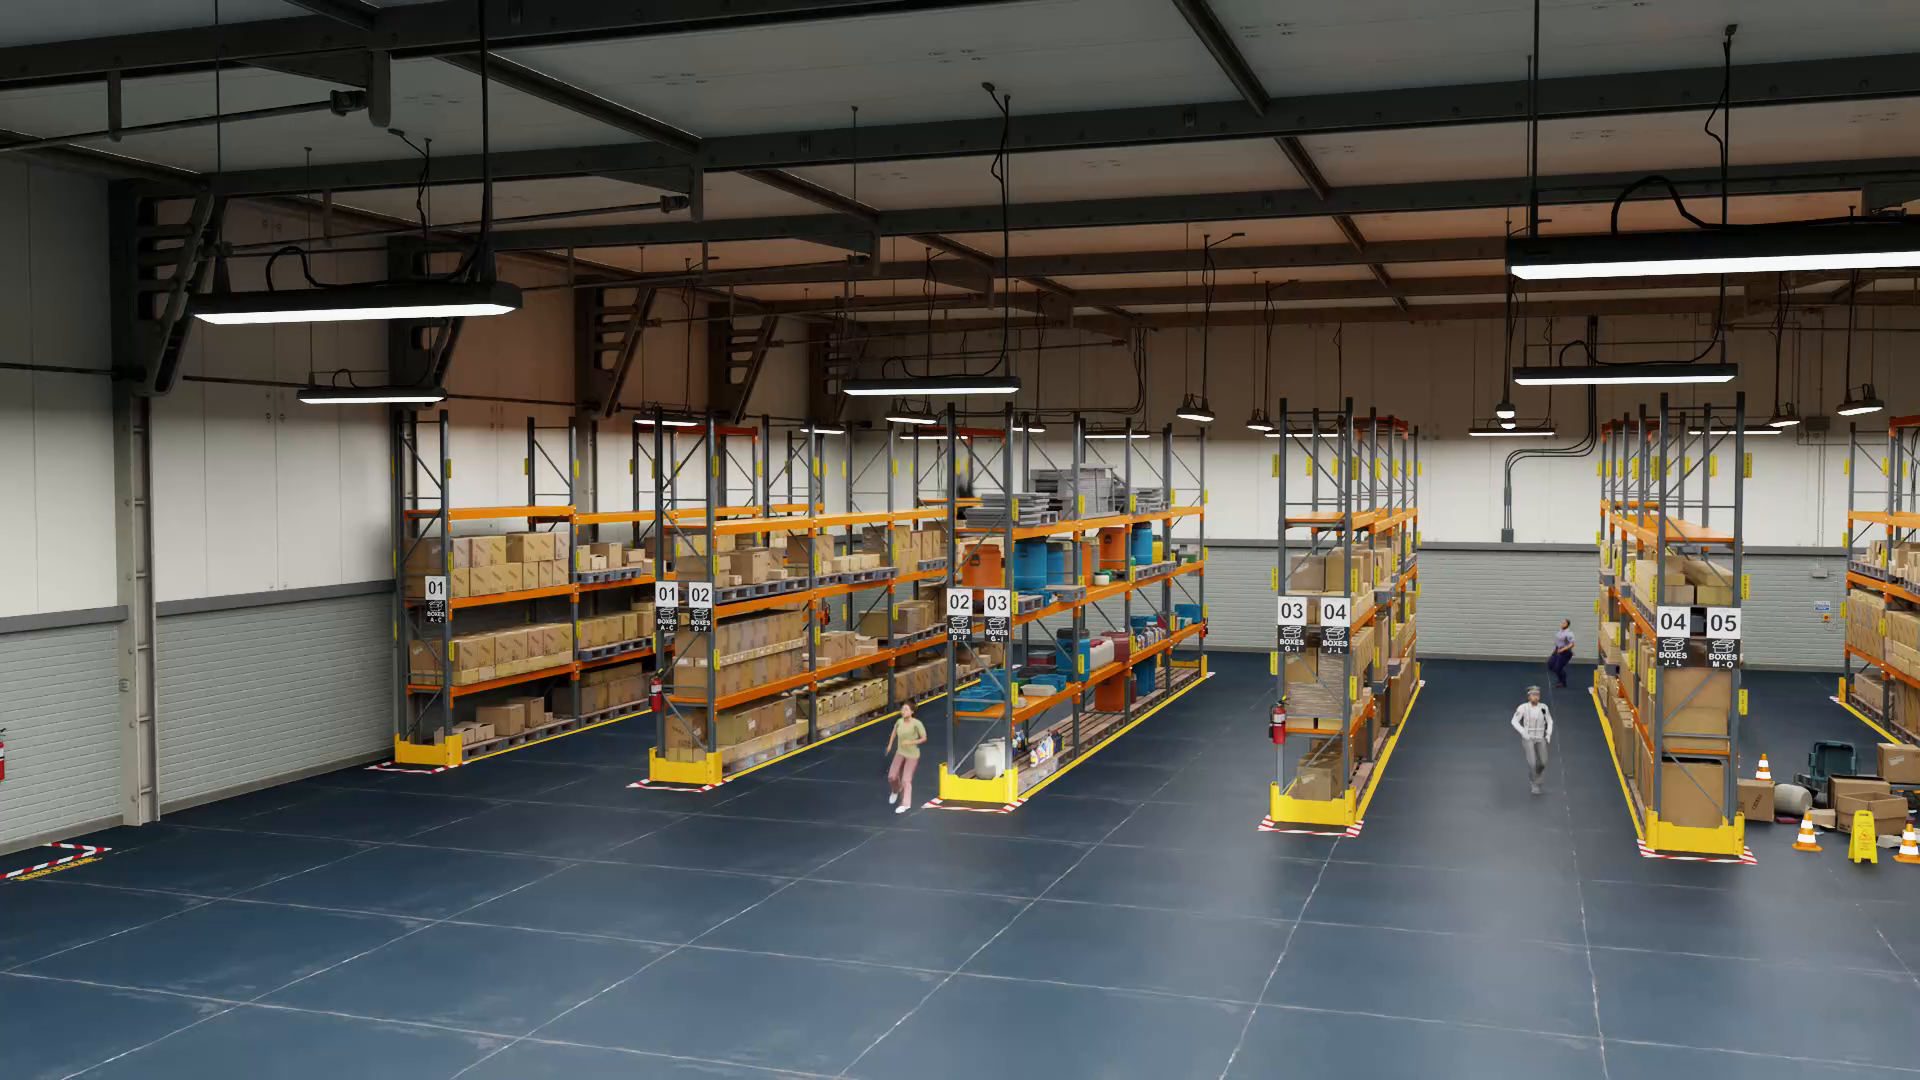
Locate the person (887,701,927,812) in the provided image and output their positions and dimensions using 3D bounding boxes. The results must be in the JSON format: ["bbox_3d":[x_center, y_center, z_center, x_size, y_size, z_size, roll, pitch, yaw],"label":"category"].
[{"bbox_3d":[-0.798,3.169,24.251,0.681,1.617,0.543,1,3,17],"label":"person"}]

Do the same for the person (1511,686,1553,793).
[{"bbox_3d":[8.867,3.075,25.745,0.641,1.667,0.540,0,2,6],"label":"person"}]

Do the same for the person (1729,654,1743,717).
[{"bbox_3d":[15.343,2.760,33.273,0.616,1.743,0.751,1,3,18],"label":"person"}]

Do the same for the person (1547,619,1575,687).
[{"bbox_3d":[13.751,2.581,37.972,0.488,1.584,0.666,-1,3,-14],"label":"person"}]
